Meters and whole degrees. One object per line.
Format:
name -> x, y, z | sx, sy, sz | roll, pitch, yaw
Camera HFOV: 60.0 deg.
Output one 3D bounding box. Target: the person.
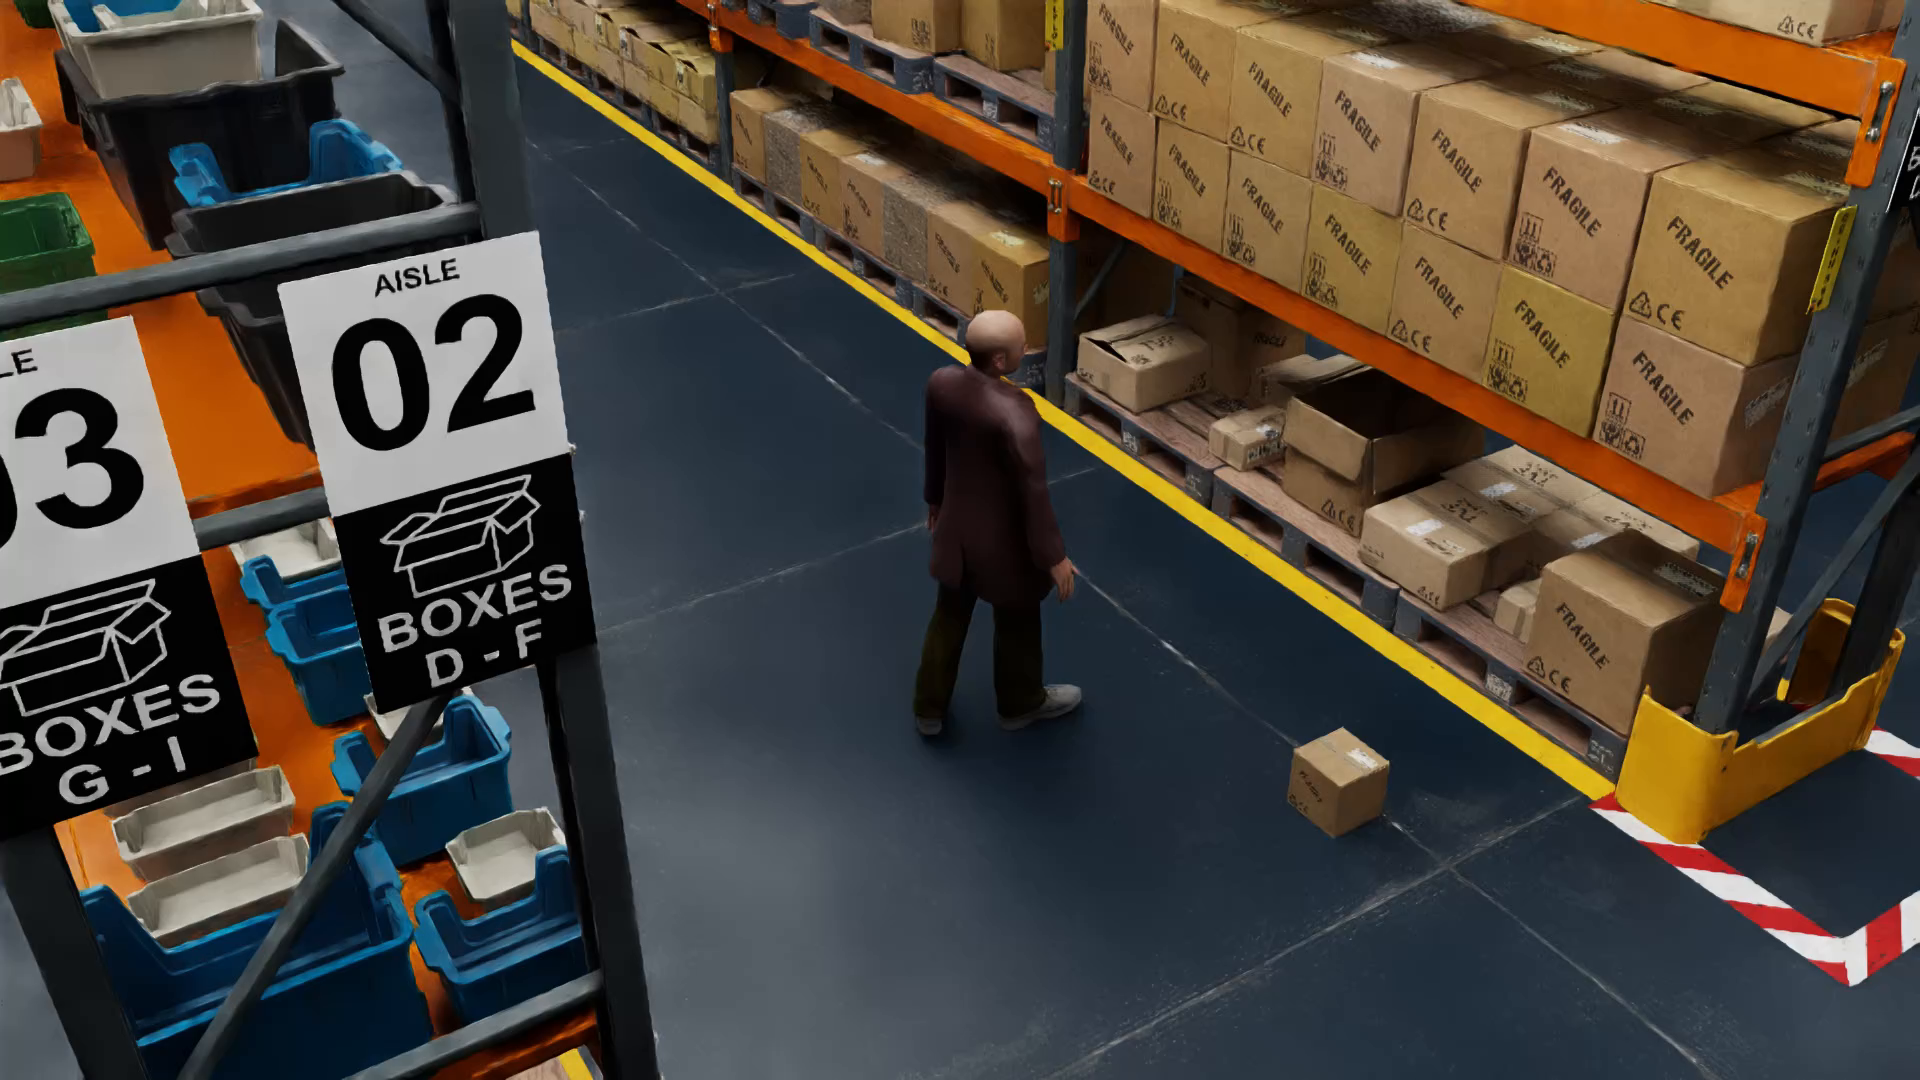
person -> 0.152, -0.038, 6.193 | 0.640, 1.779, 0.749 | -26, 40, -35
